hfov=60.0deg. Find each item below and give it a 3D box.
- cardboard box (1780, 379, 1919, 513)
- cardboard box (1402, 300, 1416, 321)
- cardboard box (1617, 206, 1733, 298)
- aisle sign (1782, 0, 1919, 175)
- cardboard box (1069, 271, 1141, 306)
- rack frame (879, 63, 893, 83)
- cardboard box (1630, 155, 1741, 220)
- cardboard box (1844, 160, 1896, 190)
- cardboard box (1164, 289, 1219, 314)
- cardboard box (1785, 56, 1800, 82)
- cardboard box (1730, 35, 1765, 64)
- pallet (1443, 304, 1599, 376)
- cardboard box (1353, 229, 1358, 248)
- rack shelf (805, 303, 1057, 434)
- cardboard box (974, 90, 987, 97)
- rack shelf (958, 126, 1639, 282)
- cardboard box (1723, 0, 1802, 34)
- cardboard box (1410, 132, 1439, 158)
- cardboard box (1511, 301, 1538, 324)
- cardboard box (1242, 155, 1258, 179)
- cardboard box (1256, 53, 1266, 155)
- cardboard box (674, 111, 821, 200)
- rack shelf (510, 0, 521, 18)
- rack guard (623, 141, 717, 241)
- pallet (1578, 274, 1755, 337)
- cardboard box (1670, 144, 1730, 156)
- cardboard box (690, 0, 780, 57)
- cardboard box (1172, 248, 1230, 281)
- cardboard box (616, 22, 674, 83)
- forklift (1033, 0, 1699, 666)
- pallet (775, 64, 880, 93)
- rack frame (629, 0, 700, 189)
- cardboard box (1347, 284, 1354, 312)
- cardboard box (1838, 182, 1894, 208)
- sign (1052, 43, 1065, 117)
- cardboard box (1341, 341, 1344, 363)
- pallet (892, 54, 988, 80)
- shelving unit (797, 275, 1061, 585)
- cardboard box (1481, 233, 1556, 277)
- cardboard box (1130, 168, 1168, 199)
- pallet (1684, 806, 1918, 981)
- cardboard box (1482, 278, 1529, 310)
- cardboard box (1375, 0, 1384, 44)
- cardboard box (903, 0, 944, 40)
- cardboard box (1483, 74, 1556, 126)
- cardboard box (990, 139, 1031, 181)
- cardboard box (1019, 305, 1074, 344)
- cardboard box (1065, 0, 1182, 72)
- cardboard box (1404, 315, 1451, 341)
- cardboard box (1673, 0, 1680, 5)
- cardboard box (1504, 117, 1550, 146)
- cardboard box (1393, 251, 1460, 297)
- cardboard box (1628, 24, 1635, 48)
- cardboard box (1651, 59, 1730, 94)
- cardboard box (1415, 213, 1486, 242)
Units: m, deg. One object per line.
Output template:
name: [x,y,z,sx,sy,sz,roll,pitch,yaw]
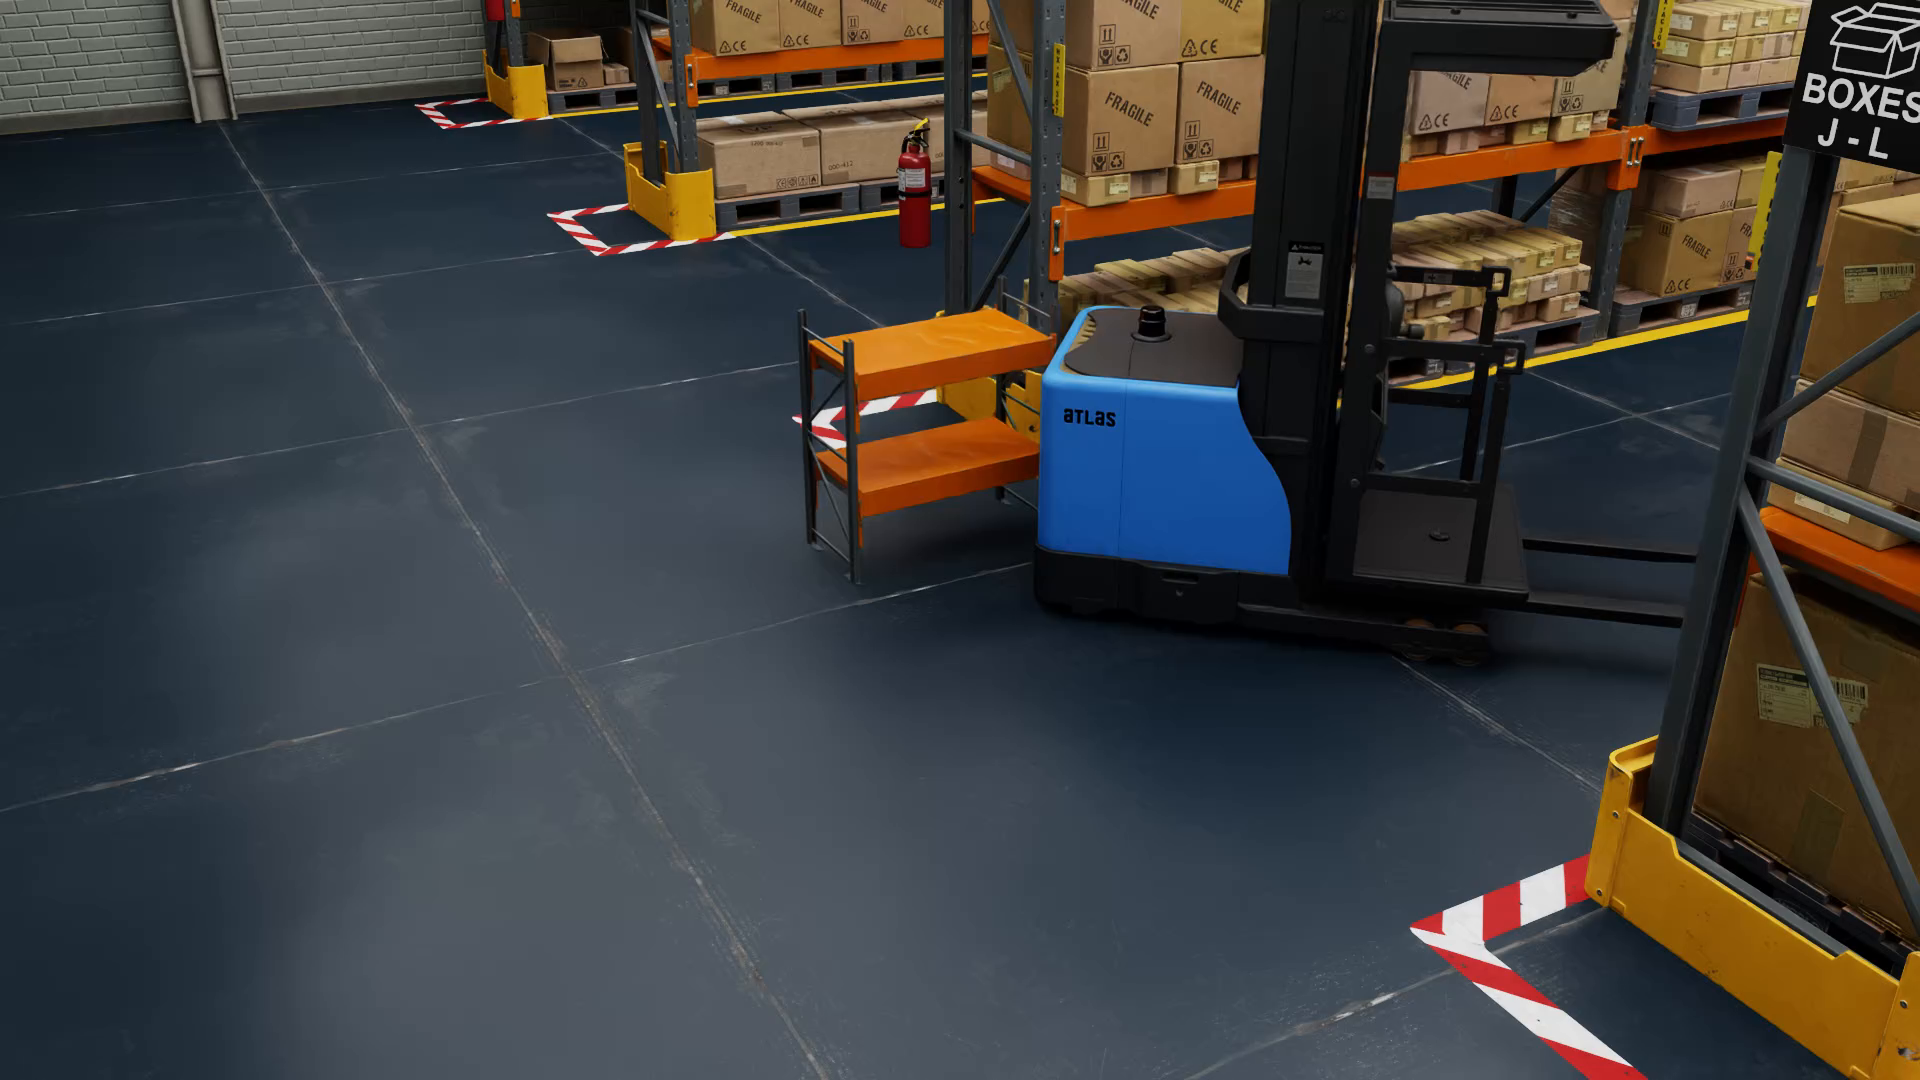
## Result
cardboard box: [2.749,-0.310,4.760,0.500,0.250,0.500,-13,29,-26]
cardboard box: [2.413,-1.385,9.633,0.250,0.149,0.380,-14,29,-28]
cardboard box: [4.508,-1.885,10.613,0.500,0.500,0.500,-12,28,-23]
aisle sign: [2.242,-1.315,4.020,0.004,0.787,0.394,-13,29,-25]
cardboard box: [0.798,-1.365,9.248,0.250,0.149,0.380,-12,28,-24]
rack frame: [-1.026,-6.538,17.901,0.127,3.000,1.000,-13,29,-25]
cardboard box: [4.508,-2.223,10.451,0.500,0.250,0.500,-14,29,-27]
cardboard box: [5.884,-2.544,11.120,0.500,0.250,0.500,-12,28,-24]
cardboard box: [1.293,-1.212,8.930,0.250,0.149,0.380,-13,29,-25]
cardboard box: [4.982,-2.912,10.156,0.250,0.149,0.380,-13,28,-25]
cardboard box: [4.523,-2.941,9.872,0.250,0.149,0.380,-14,29,-26]
pallet: [3.155,-1.366,10.350,1.213,0.211,1.003,-13,29,-25]
cardboard box: [2.377,-1.768,10.088,0.250,0.149,0.380,-12,28,-24]
rack shelf: [-0.132,-0.776,7.391,1.000,0.278,0.538,-14,29,-27]
cardboard box: [0.708,-3.590,14.237,0.875,0.438,0.875,-13,29,-26]
rack shelf: [1.967,-2.041,9.367,4.000,0.370,1.077,-13,29,-25]
cardboard box: [4.766,-3.132,9.926,0.250,0.149,0.380,-13,28,-25]
cardboard box: [2.435,-2.245,9.251,0.250,0.149,0.380,-13,29,-26]
cardboard box: [3.277,-1.446,10.105,0.250,0.149,0.380,-12,28,-24]
cardboard box: [1.525,-2.039,8.821,0.250,0.149,0.380,-13,29,-26]
cardboard box: [1.626,-2.337,8.693,0.500,0.500,0.500,-13,28,-24]
cardboard box: [-1.681,-3.035,13.081,0.875,0.438,0.875,-14,29,-27]
rack shelf: [-2.791,-5.806,17.209,4.000,0.370,1.077,-13,29,-25]
rack guard: [-2.238,-2.696,12.789,0.348,0.500,1.175,-13,29,-25]
pallet: [4.418,-1.675,10.995,1.213,0.211,1.003,-13,29,-25]
cardboard box: [4.729,-2.521,11.072,0.500,0.250,0.500,-12,28,-23]
cardboard box: [-1.658,-3.861,12.211,0.500,0.500,0.500,-13,29,-25]
cardboard box: [1.436,-1.570,9.676,0.250,0.149,0.380,-12,28,-23]
cardboard box: [-3.199,-5.033,17.170,0.500,0.500,0.700,-12,28,-23]
forklift: [1.887,-1.067,6.586,3.031,2.935,1.130,6,26,12]
pallet: [-1.633,-5.141,18.214,1.213,0.211,1.003,-13,29,-25]
rack frame: [-2.217,-3.828,12.258,0.127,3.000,1.000,-13,29,-25]
cardboard box: [1.976,-1.383,9.287,0.250,0.149,0.380,-13,28,-24]
cardboard box: [5.884,-2.198,11.265,0.500,0.500,0.500,-14,29,-27]
sign: [0.457,-2.141,7.744,0.005,0.325,0.100,-13,29,-25]
cardboard box: [1.941,-1.101,9.386,0.250,0.149,0.380,-15,29,-28]
pallet: [-0.326,-5.461,18.880,1.213,0.211,1.003,-13,29,-25]
shelving unit: [-0.132,-0.512,7.517,1.048,1.125,0.538,-14,29,-27]
cardboard box: [3.333,-1.706,9.959,0.250,0.149,0.380,-13,28,-24]
cardboard box: [0.847,-1.854,8.435,0.250,0.149,0.380,-12,28,-23]
pallet: [3.115,1.021,5.380,1.213,0.211,1.003,-13,29,-25]
cardboard box: [3.142,-1.505,9.883,0.250,0.149,0.380,-14,29,-27]
cardboard box: [2.083,-2.886,8.681,0.500,0.500,0.500,-14,29,-27]
cardboard box: [-0.333,-4.180,12.875,0.500,0.500,0.500,-12,28,-23]
cardboard box: [2.979,-2.640,9.325,0.500,0.500,0.500,-14,29,-26]
cardboard box: [0.357,-2.019,8.781,0.250,0.149,0.380,-13,29,-25]
cardboard box: [0.533,-1.213,9.276,0.250,0.149,0.380,-14,29,-26]
cardboard box: [0.723,-2.578,8.040,0.500,0.500,0.500,-13,29,-25]
cardboard box: [2.632,-1.256,9.710,0.250,0.149,0.380,-13,29,-25]
cardboard box: [4.230,-3.329,10.335,0.250,0.149,0.380,-14,29,-27]
cardboard box: [3.149,-2.386,9.545,0.250,0.149,0.380,-12,28,-23]
cardboard box: [2.656,-1.539,9.612,0.250,0.149,0.380,-15,29,-28]
cardboard box: [3.990,-3.140,10.285,0.250,0.149,0.380,-12,28,-24]
cardboard box: [4.295,-2.754,9.825,0.250,0.149,0.380,-14,29,-28]
cardboard box: [3.059,-1.921,10.406,0.250,0.149,0.380,-12,28,-23]
